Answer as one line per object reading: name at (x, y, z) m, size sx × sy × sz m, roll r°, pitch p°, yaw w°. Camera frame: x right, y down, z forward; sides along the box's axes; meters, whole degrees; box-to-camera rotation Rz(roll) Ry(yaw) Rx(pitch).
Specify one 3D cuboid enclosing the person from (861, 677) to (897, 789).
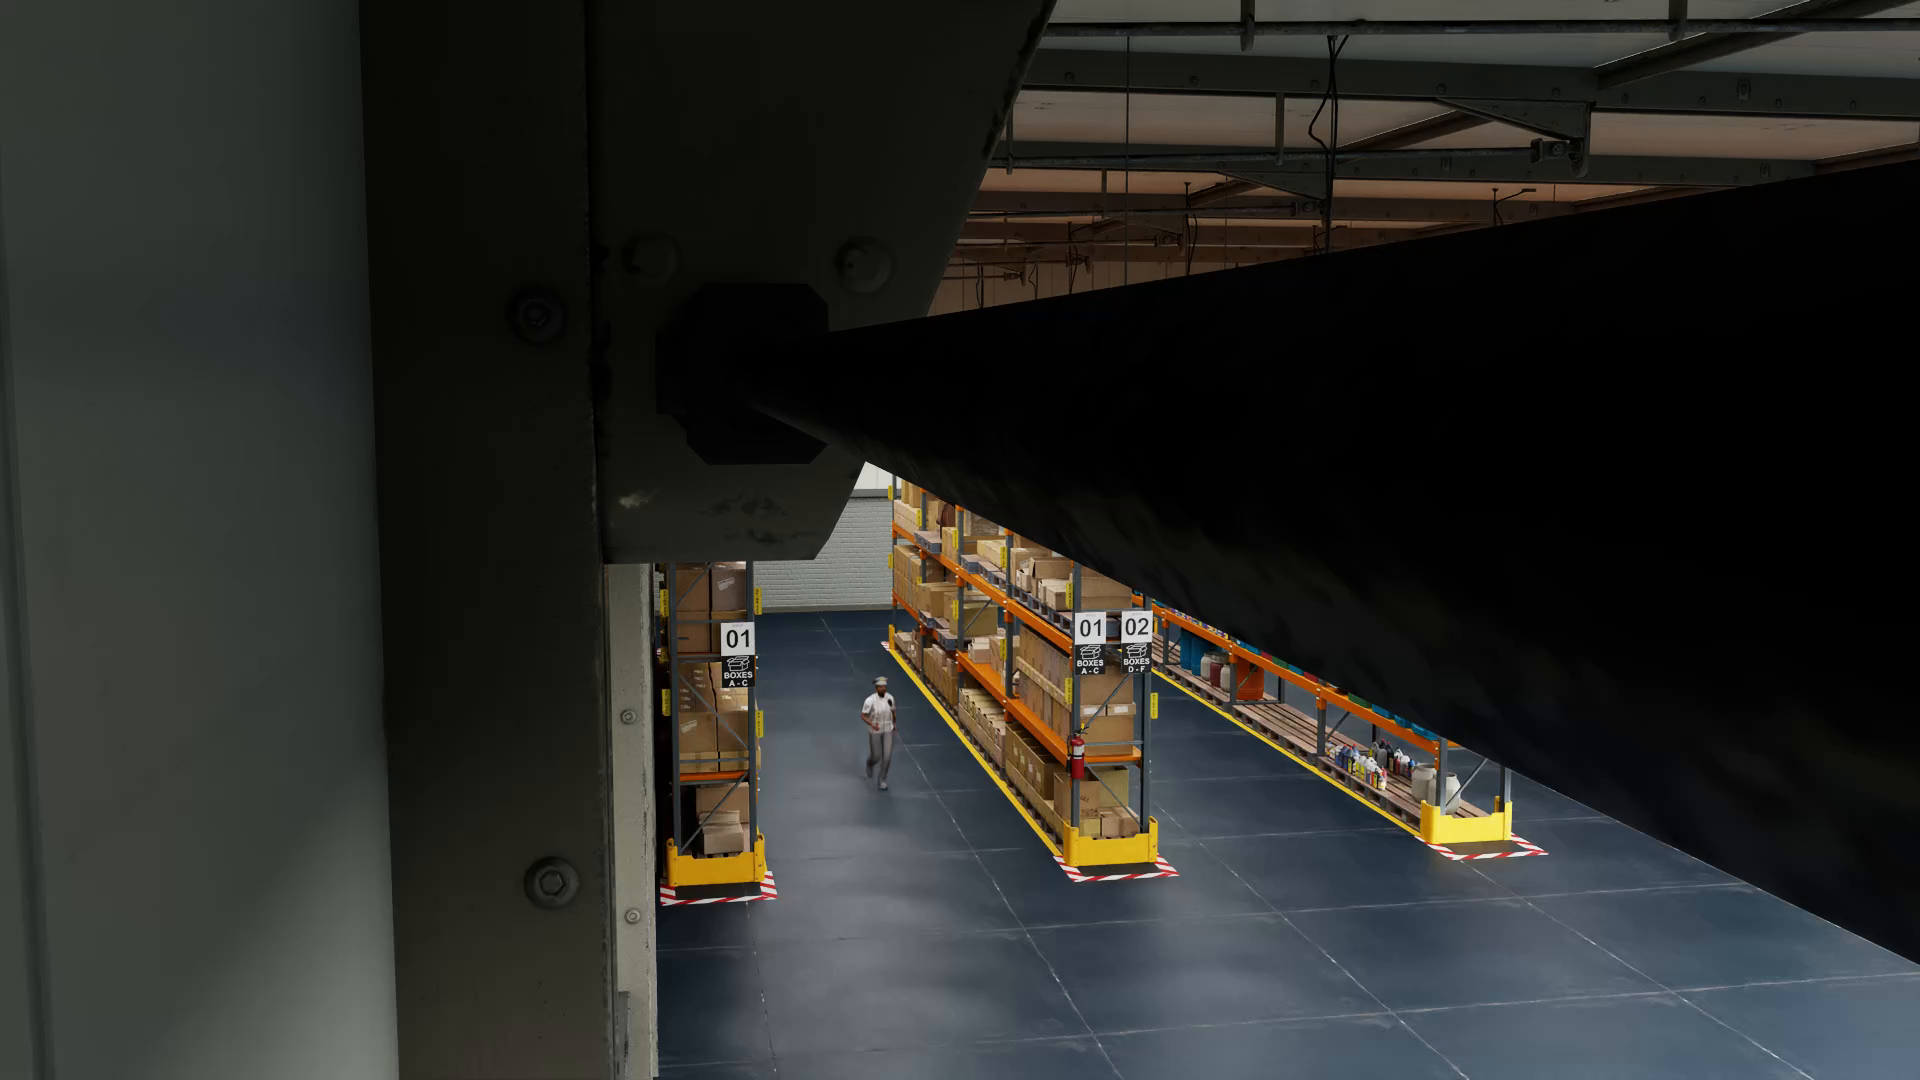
person at (-1.184, 2.837, 24.740) m, size 0.572 × 1.653 × 0.617 m, roll -3°, pitch 7°, yaw -22°
